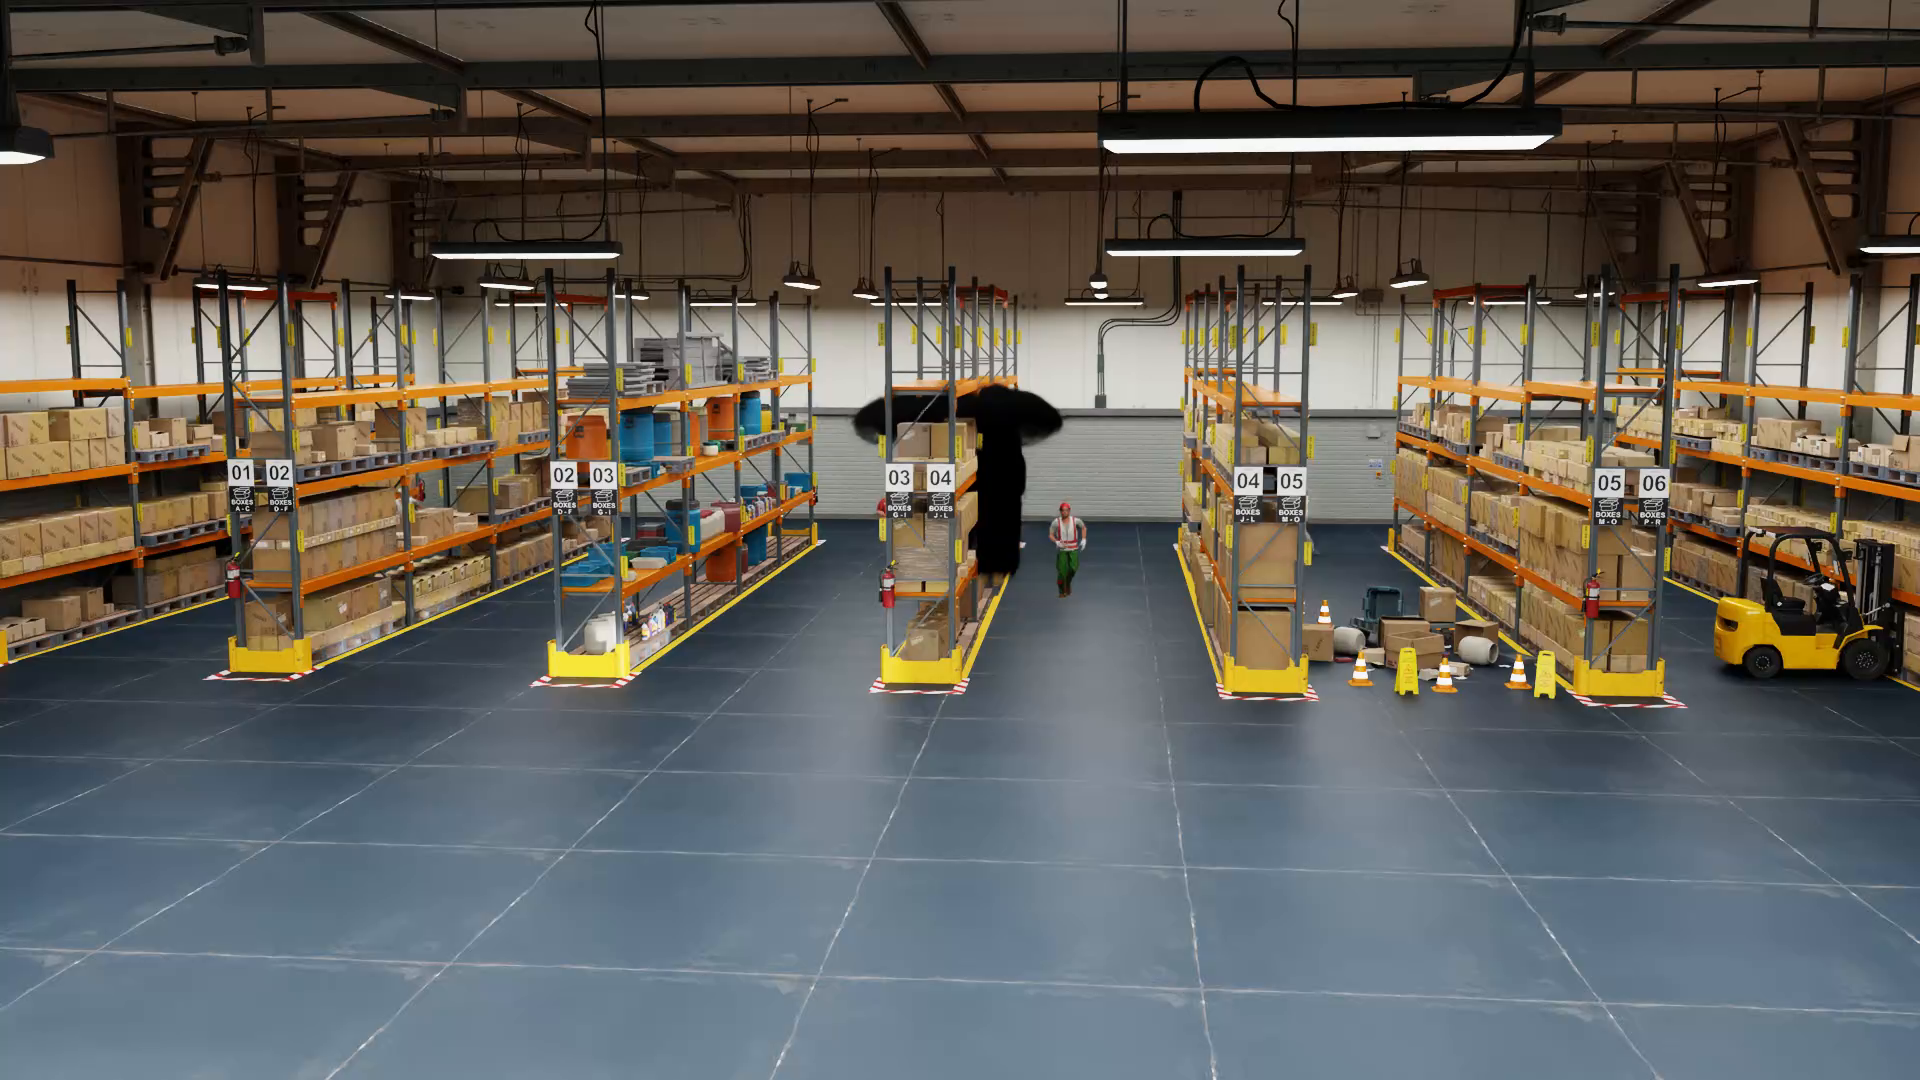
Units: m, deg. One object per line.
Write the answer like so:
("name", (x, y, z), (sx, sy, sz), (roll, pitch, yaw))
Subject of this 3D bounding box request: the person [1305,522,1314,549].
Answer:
("person", (7.891, -0.534, 38.928), (0.573, 1.678, 0.918), (-6, 9, -41))

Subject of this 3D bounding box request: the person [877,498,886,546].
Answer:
("person", (-1.506, -0.276, 36.501), (0.629, 1.798, 0.875), (0, 7, 2))

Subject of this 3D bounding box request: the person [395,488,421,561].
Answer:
("person", (-12.370, -0.360, 37.181), (0.701, 1.676, 0.920), (-2, 7, -14))

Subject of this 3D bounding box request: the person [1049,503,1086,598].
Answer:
("person", (1.949, 0.200, 30.051), (0.700, 1.757, 0.695), (0, 7, -1))
